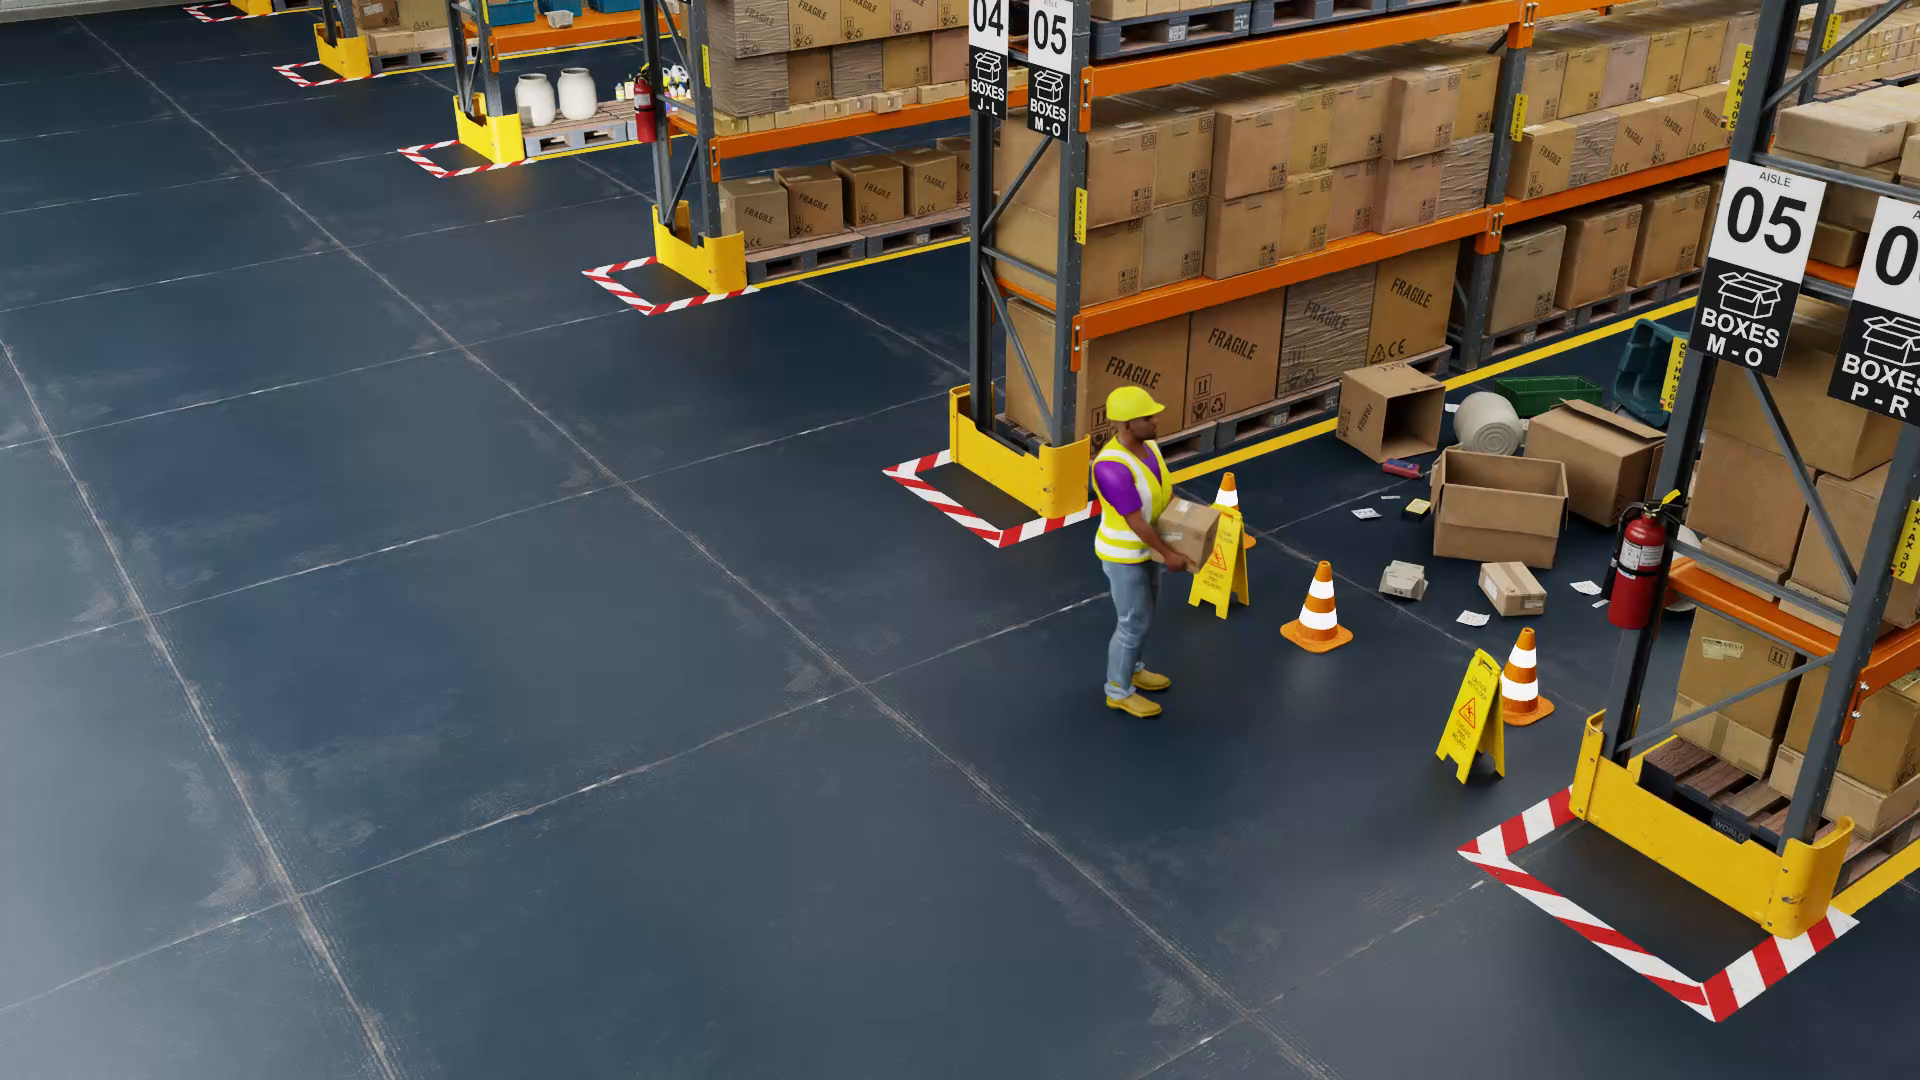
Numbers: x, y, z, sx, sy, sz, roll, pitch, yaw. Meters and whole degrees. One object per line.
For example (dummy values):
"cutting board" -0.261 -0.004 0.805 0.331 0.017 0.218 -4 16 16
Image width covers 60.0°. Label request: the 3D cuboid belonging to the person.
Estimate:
"person" 0.976 0.064 8.482 0.578 1.765 0.514 12 31 21
